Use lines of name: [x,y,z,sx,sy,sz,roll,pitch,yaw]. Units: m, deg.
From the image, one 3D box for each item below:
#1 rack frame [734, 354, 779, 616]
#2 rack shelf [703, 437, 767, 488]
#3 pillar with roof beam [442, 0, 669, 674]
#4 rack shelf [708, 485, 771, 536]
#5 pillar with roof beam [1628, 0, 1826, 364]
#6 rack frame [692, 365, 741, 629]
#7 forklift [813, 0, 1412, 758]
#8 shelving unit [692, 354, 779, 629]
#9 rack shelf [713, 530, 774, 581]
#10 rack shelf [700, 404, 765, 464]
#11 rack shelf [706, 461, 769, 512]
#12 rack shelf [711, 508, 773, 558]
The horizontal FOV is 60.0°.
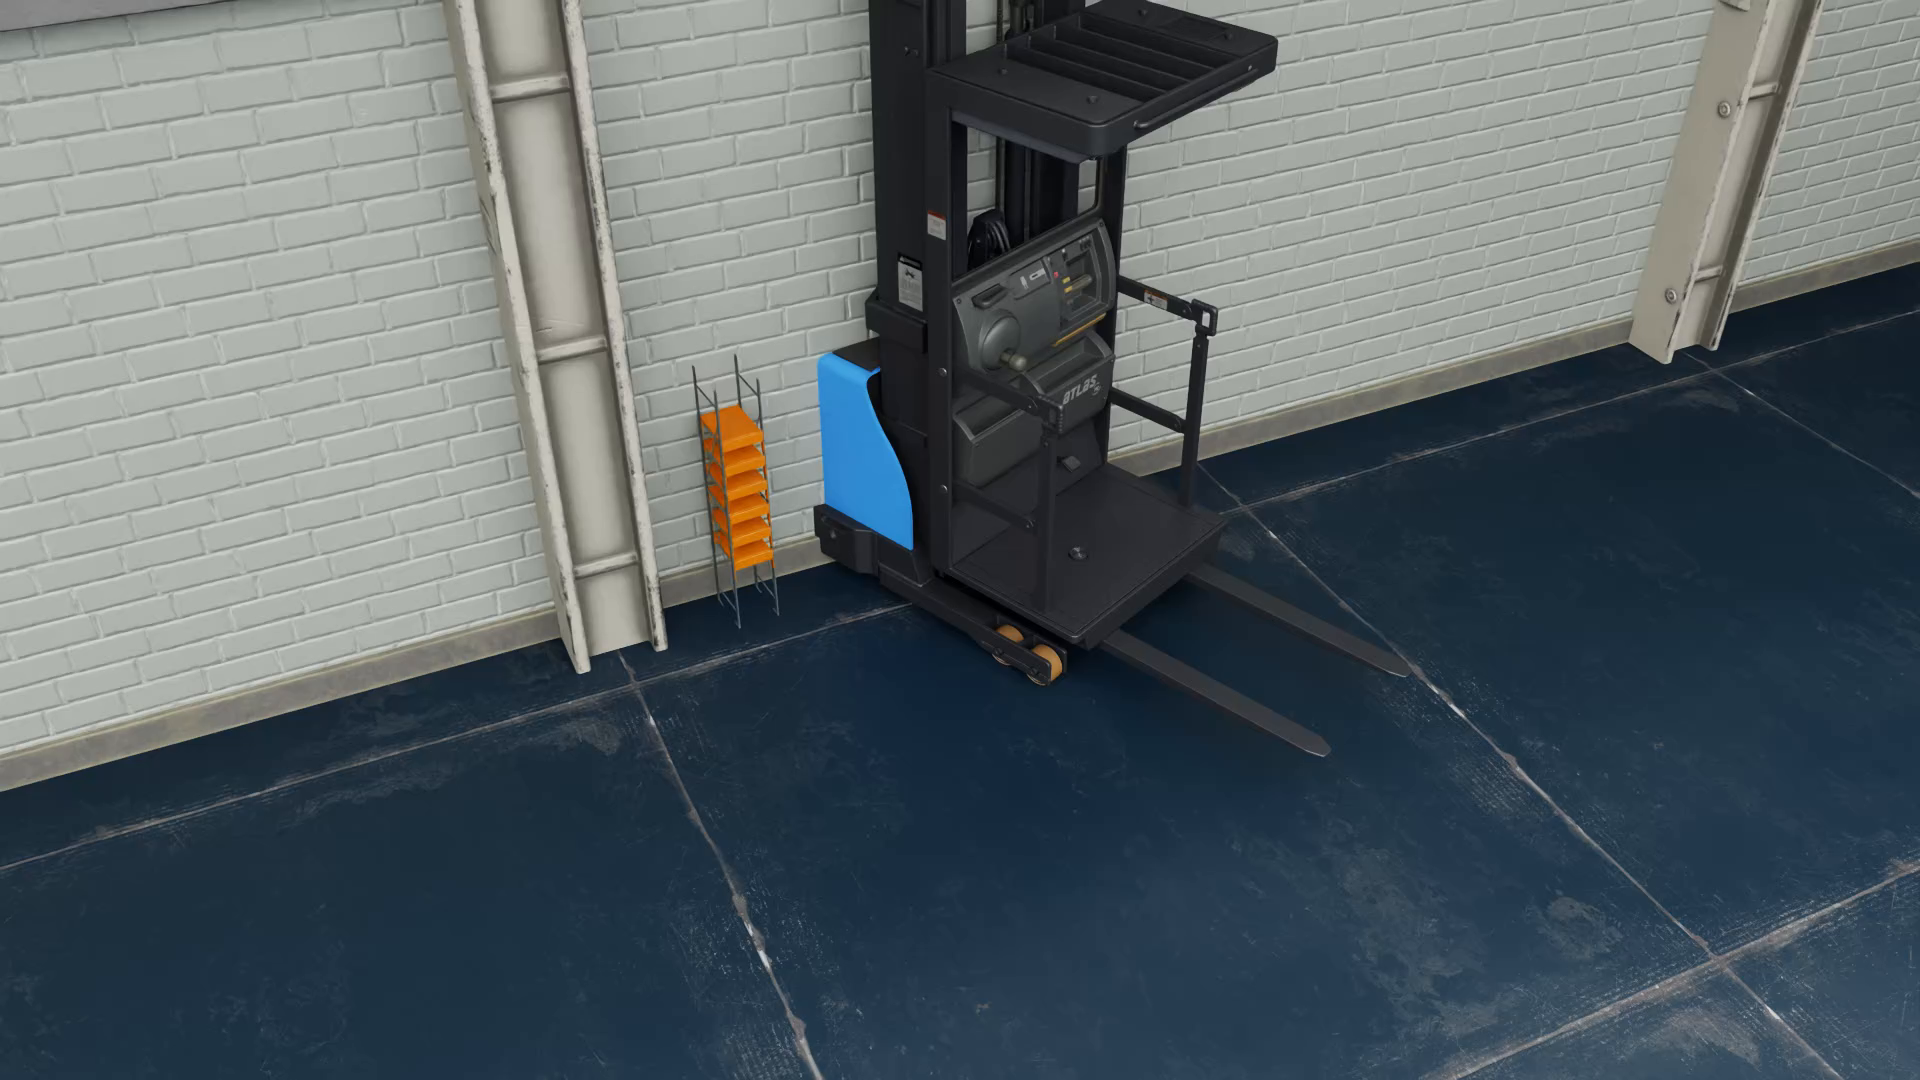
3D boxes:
rack frame: [-0.857,-0.212,7.029,0.006,1.200,0.240,-19,41,-24]
rack shelf: [-0.936,-0.342,6.876,0.180,0.103,0.258,-19,41,-24]
pillar with roof beam: [0.337,-0.862,1.358,0.400,9.000,9.100,-16,39,-20]
rack shelf: [-0.936,-0.149,7.019,0.180,0.103,0.258,-19,41,-24]
pillar with roof beam: [5.768,-2.380,3.405,0.400,9.000,9.100,-16,39,-20]
rack frame: [-1.016,-0.158,6.955,0.006,1.200,0.240,-19,41,-24]
forklift: [0.467,-0.928,6.541,3.031,2.935,1.130,28,45,32]
shelving unit: [-0.936,-0.185,6.992,0.189,1.200,0.258,-19,41,-24]
rack shelf: [-0.936,0.044,7.162,0.180,0.103,0.258,-19,41,-24]
rack shelf: [-0.936,-0.438,6.804,0.180,0.103,0.258,-19,41,-24]
rack shelf: [-0.936,-0.246,6.947,0.180,0.103,0.258,-19,41,-24]
rack shelf: [-0.936,-0.053,7.090,0.180,0.103,0.258,-19,41,-24]
